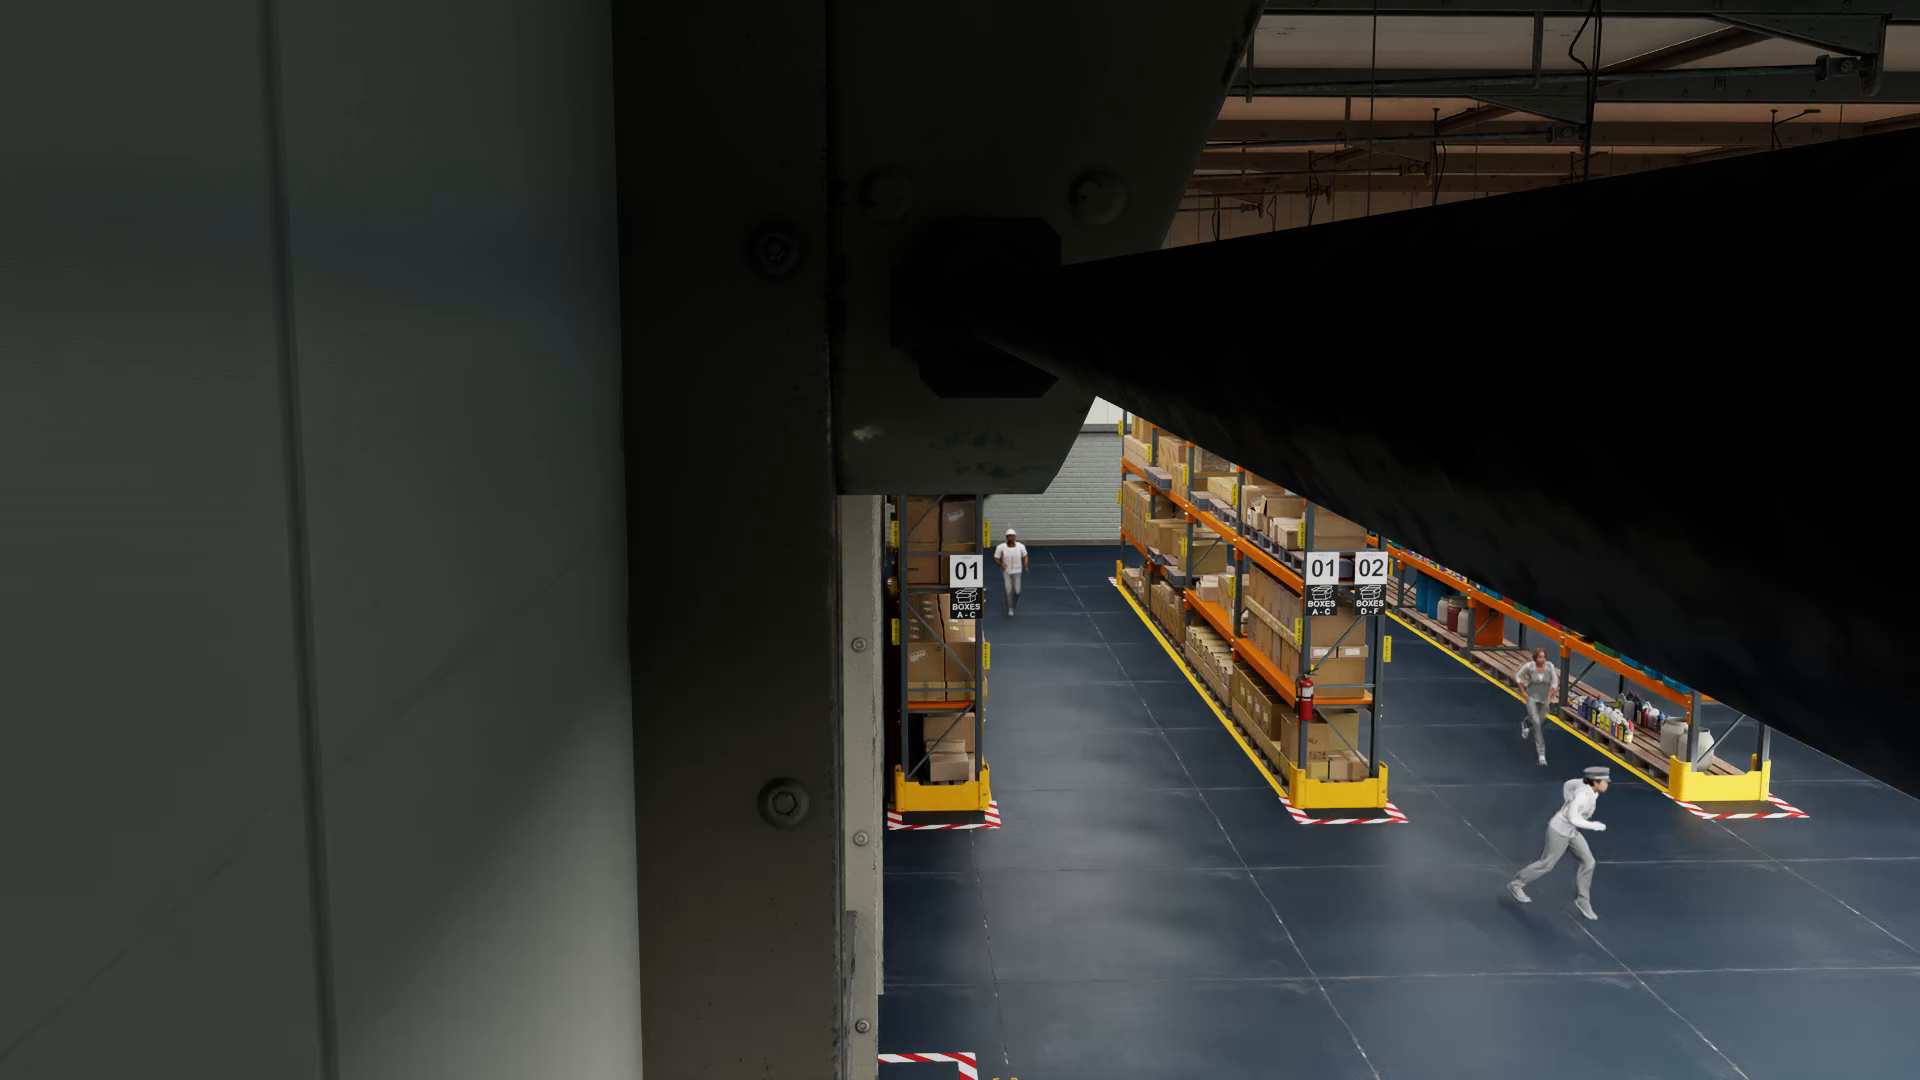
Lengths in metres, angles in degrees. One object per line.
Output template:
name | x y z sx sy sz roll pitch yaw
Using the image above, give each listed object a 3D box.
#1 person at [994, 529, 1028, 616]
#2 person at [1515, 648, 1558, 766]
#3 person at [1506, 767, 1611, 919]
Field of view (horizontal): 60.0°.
person | 1.017 0.640 32.889 0.700 1.723 0.582 -1 8 -4
person | 7.898 2.219 22.843 0.537 1.575 0.971 0 8 1
person | 6.156 3.071 17.118 0.958 1.624 0.656 4 10 28
